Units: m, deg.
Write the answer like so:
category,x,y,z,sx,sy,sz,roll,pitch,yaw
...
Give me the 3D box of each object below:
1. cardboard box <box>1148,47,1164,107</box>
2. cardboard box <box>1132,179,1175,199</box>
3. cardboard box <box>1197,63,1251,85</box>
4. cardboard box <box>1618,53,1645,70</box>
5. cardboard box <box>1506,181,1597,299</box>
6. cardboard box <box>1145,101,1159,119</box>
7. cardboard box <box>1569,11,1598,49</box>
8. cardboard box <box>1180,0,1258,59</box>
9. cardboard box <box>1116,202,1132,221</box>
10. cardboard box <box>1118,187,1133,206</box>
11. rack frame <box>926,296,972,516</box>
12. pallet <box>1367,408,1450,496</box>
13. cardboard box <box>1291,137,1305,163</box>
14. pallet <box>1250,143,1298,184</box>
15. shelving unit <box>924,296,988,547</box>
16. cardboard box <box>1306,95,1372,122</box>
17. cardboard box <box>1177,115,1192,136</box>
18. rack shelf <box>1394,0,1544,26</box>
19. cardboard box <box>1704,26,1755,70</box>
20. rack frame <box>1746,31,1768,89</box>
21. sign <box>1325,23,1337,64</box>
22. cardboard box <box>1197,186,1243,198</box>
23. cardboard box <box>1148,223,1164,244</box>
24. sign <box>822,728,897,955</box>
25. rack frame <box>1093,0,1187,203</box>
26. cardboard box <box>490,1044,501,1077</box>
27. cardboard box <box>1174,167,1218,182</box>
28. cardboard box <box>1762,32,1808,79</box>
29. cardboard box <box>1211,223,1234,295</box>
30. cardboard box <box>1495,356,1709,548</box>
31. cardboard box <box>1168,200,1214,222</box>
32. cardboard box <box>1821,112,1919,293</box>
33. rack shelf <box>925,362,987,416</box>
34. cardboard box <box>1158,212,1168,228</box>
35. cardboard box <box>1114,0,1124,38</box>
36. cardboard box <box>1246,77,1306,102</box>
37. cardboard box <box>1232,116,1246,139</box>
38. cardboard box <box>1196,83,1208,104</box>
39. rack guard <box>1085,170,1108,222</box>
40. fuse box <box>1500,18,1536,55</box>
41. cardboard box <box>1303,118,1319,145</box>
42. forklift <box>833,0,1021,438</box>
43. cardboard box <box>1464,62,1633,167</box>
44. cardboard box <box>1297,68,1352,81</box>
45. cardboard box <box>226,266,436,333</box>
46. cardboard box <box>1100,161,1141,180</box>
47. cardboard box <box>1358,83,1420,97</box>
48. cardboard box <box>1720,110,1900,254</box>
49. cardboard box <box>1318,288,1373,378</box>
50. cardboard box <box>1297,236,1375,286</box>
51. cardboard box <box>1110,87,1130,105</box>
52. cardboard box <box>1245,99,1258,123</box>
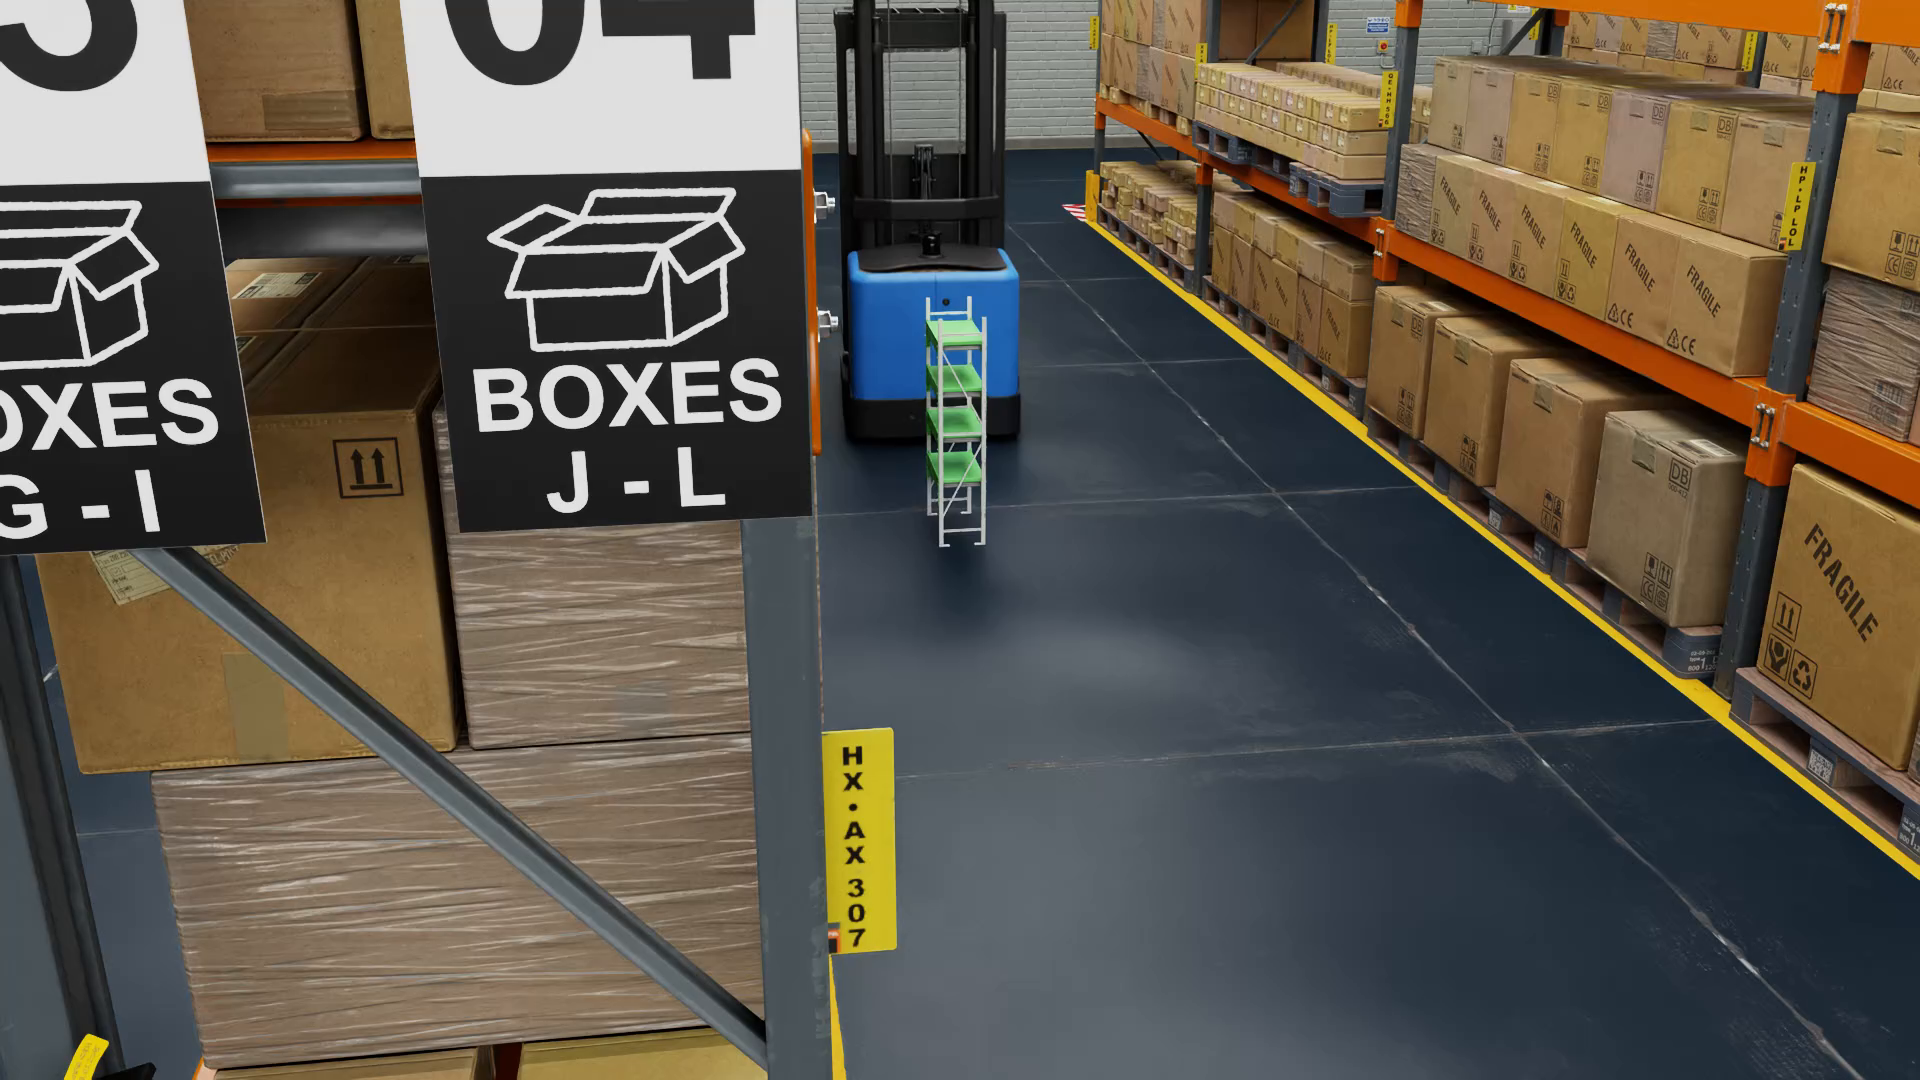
category,x,y,z,sx,sy,sz,roll,pitch,yaw
cardboard box,2.029,-4.237,15.205,0.500,0.500,0.500,-3,21,-8
cardboard box,1.894,-3.417,16.201,0.380,0.149,0.250,-3,21,-7
cardboard box,2.124,-3.743,13.360,0.380,0.149,0.250,-2,21,-5
cardboard box,6.859,-4.558,16.489,0.500,0.500,0.500,-2,21,-6
cardboard box,3.115,-1.515,8.342,0.500,0.500,0.500,-3,21,-8
cardboard box,1.953,-4.052,15.638,0.380,0.149,0.250,-3,21,-7
cardboard box,6.698,-5.371,17.237,0.500,0.500,0.500,-3,21,-9
cardboard box,2.187,-4.349,14.076,0.500,0.500,0.500,-4,21,-10
cardboard box,1.794,-3.328,16.813,0.380,0.149,0.250,-3,21,-7
cardboard box,1.803,-3.464,16.753,0.380,0.149,0.250,-2,21,-6
rack frame,-0.059,-0.704,8.886,0.240,1.200,0.015,-3,21,-8
pallet,3.138,-0.577,9.960,1.003,0.211,1.213,-3,21,-8
cardboard box,2.469,-2.649,11.279,0.380,0.149,0.250,-3,21,-8
pallet,2.773,-2.754,12.076,1.003,0.211,1.213,-3,21,-8
shelving unit,-0.024,-0.619,8.660,0.258,1.200,0.503,-3,21,-8
cardboard box,2.503,-2.842,10.948,0.380,0.149,0.250,-2,21,-6
cardboard box,2.105,-3.598,14.422,0.380,0.149,0.250,-3,21,-9
rack shelf,2.811,-3.921,11.668,1.077,0.370,4.000,-3,21,-8
cardboard box,7.065,-4.495,14.891,0.500,0.500,0.500,-3,21,-8
rack frame,7.406,-3.830,14.683,1.000,3.000,0.127,-3,21,-8
sign,3.071,-4.117,13.797,0.100,0.325,0.005,-3,21,-8
cardboard box,2.474,-3.270,15.808,0.380,0.149,0.250,-4,21,-10
cardboard box,1.979,-2.883,15.623,0.380,0.149,0.250,-3,21,-8
sign,-0.134,0.392,2.143,0.100,0.325,0.005,-3,21,-8
rack frame,1.946,-4.930,17.629,1.000,3.000,0.127,-3,21,-8
cardboard box,-0.951,0.768,2.733,0.380,0.149,0.250,-3,21,-8
cardboard box,2.415,-3.726,17.030,0.380,0.149,0.250,-3,21,-9
cardboard box,7.185,-4.178,14.044,0.500,0.500,0.500,-3,21,-7
cardboard box,2.366,-2.302,13.564,0.500,0.500,0.500,-2,21,-6
cardboard box,3.362,-0.463,8.283,1.050,0.750,0.750,-3,21,-8
cardboard box,2.094,-2.967,14.998,0.380,0.149,0.250,-3,21,-8
cardboard box,3.695,-1.222,5.943,0.875,0.550,0.550,-3,21,-8
rack shelf,-0.024,-0.784,8.598,0.258,0.148,0.480,-3,21,-8
cardboard box,2.060,-3.003,15.518,0.380,0.149,0.250,-2,21,-6
cardboard box,1.827,-5.242,16.466,0.500,0.500,0.500,-2,21,-6
cardboard box,2.311,-3.296,12.162,0.380,0.149,0.250,-2,21,-6
cardboard box,2.274,-3.107,12.507,0.380,0.149,0.250,-4,21,-10
cardboard box,2.124,-3.604,13.412,0.380,0.149,0.250,-3,21,-7
rack guard,1.957,-3.733,17.996,1.175,0.500,0.348,-3,21,-8
fuse box,8.093,-6.618,23.989,0.539,1.711,0.414,-3,21,-8
cardboard box,2.496,-2.710,11.019,0.380,0.149,0.250,-2,21,-6
forklift,-0.270,-2.470,11.141,1.130,2.935,3.031,-2,21,-5
cardboard box,3.228,-2.345,9.134,0.700,0.500,0.500,-3,21,-9
cardboard box,2.848,-3.591,12.953,0.380,0.149,0.250,-4,21,-9
cardboard box,-1.072,-0.181,2.916,0.500,0.500,0.500,-3,21,-8
cardboard box,1.685,-3.872,17.419,0.380,0.149,0.250,-4,21,-10
cardboard box,3.033,-3.143,11.752,0.380,0.149,0.250,-2,21,-6
cardboard box,3.598,-1.462,6.772,0.700,0.500,0.500,-3,21,-9
cardboard box,2.745,-1.401,11.152,0.500,0.500,0.500,-3,21,-8
cardboard box,2.657,-1.935,11.511,0.500,0.250,0.500,-3,21,-7
cardboard box,1.732,-4.502,16.842,0.380,0.149,0.250,-4,21,-9
cardboard box,2.318,-3.150,12.197,0.380,0.149,0.250,-3,21,-9
